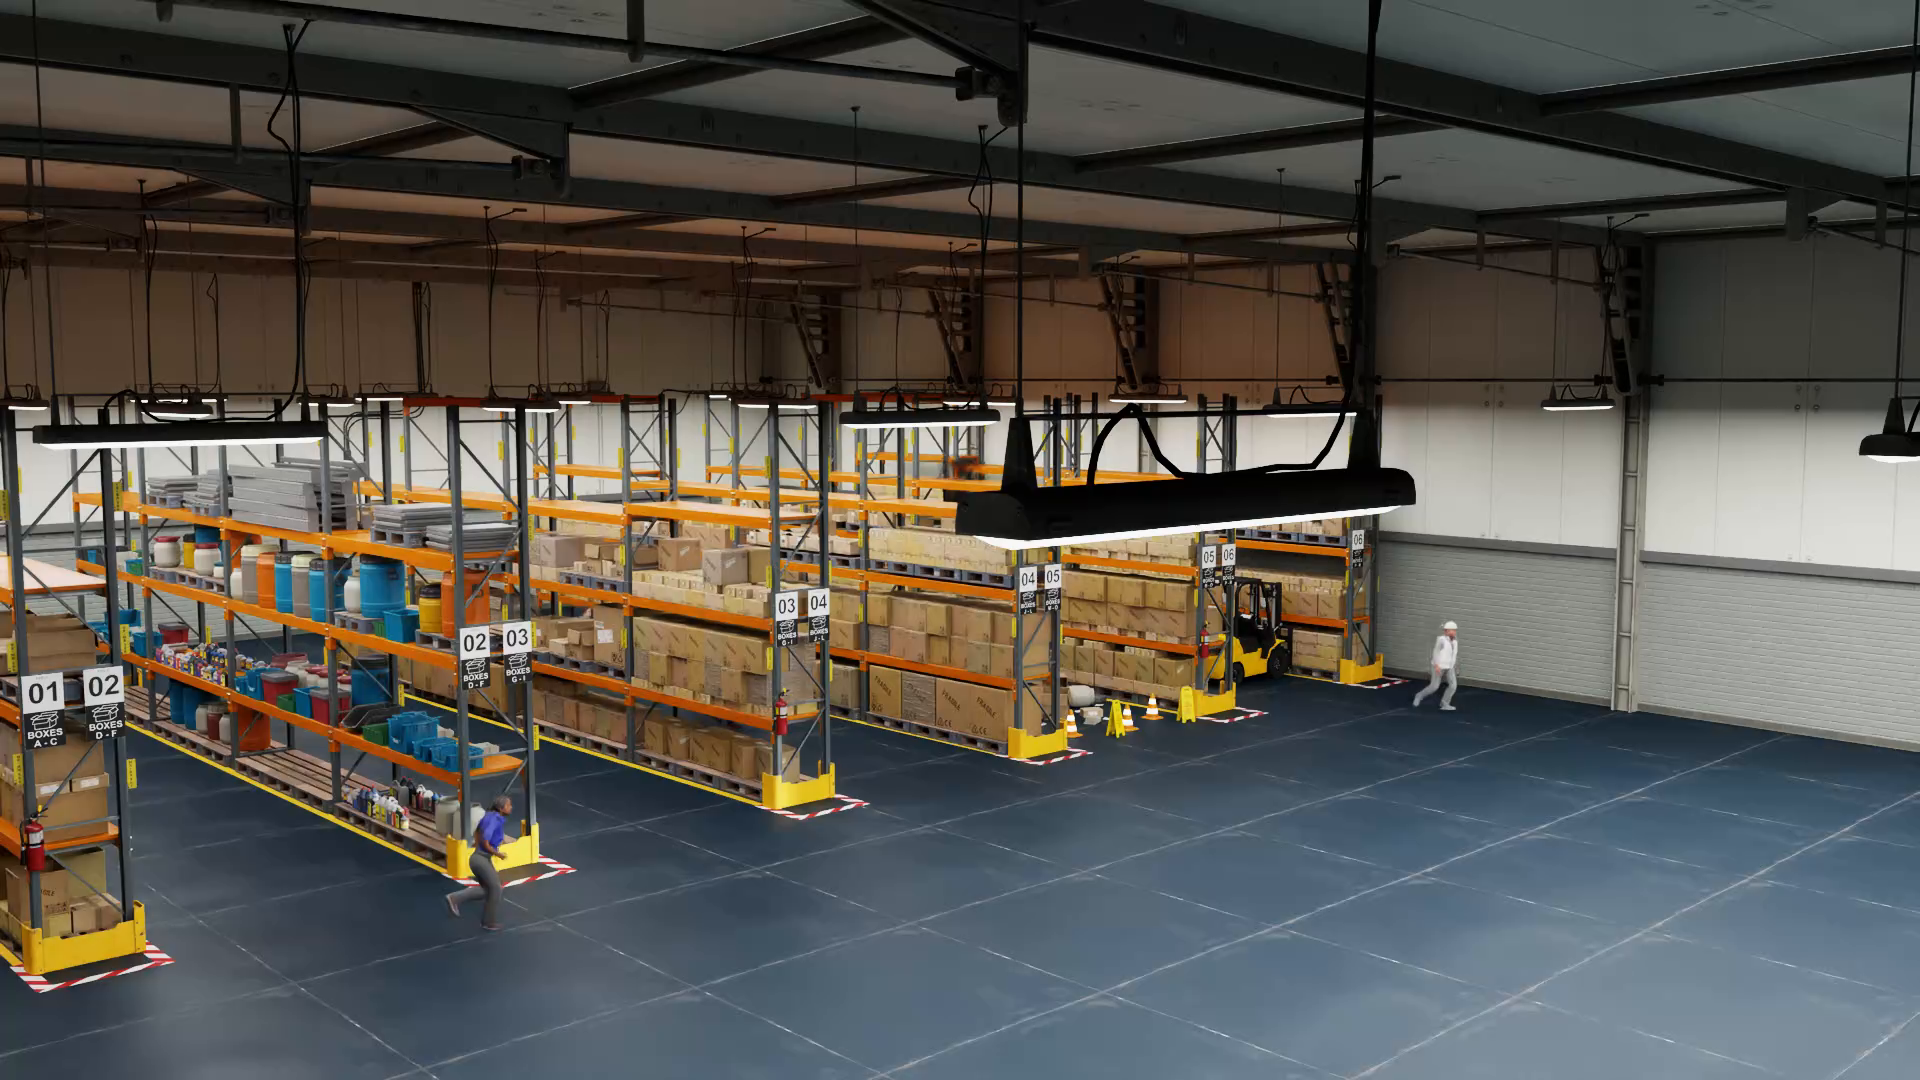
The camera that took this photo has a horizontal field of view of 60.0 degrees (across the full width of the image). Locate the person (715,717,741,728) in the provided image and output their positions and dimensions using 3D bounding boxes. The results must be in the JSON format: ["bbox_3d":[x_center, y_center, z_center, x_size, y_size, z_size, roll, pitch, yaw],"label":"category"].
[{"bbox_3d":[-4.222,2.639,30.246,0.588,1.569,0.607,3,6,28],"label":"person"}]

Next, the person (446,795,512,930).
[{"bbox_3d":[-5.505,3.727,19.068,0.751,1.599,0.565,-1,6,-11],"label":"person"}]

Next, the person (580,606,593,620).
[{"bbox_3d":[-7.912,2.172,34.896,0.687,1.595,0.563,3,6,29],"label":"person"}]

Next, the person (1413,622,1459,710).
[{"bbox_3d":[9.157,2.399,31.856,0.778,1.715,0.725,-4,7,-35],"label":"person"}]
